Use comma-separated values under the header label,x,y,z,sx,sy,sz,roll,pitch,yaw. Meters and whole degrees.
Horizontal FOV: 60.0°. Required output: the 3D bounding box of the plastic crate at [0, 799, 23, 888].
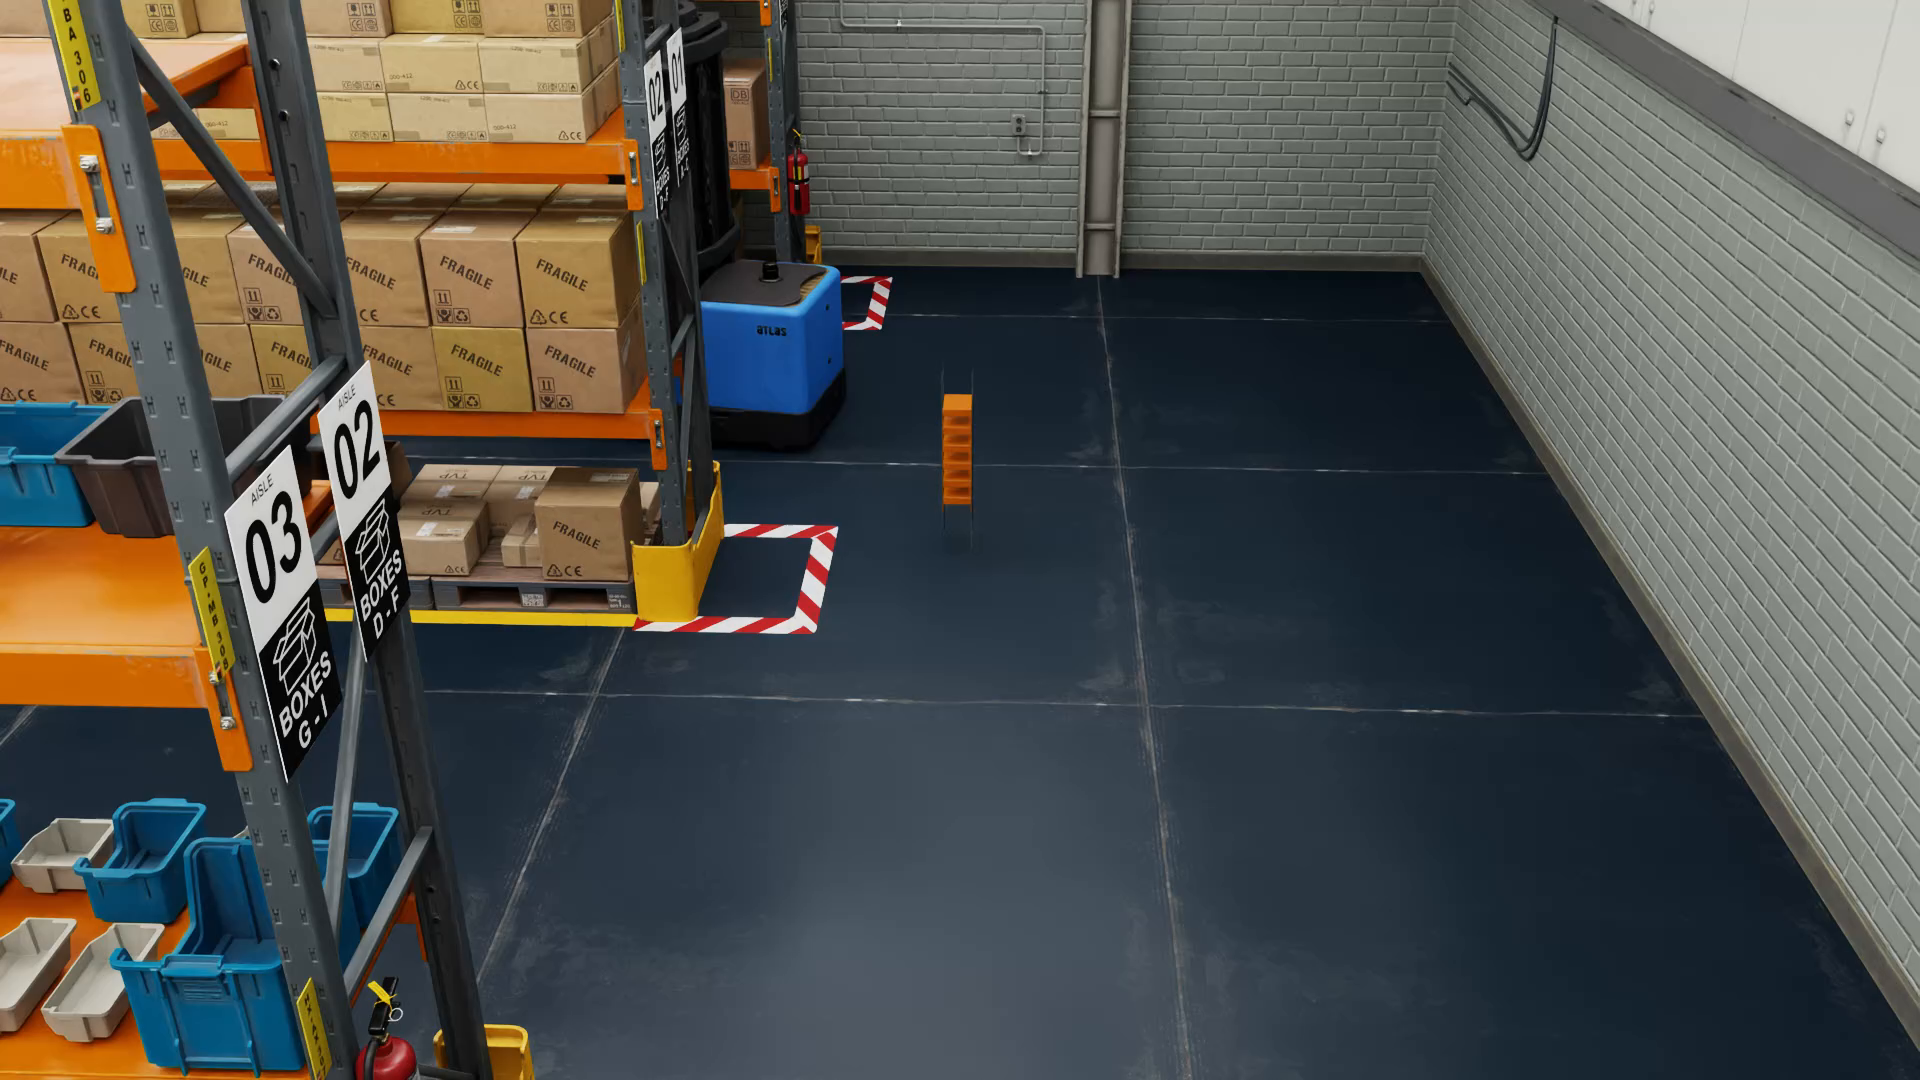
label,x,y,z,sx,sy,sz,roll,pitch,yaw
plastic crate,-3.363,1.071,5.567,0.300,0.233,0.416,1,28,2

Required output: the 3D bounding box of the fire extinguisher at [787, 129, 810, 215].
label,x,y,z,sx,sy,sz,roll,pitch,yaw
fire extinguisher,-1.328,-3.016,13.644,0.183,0.674,0.296,1,28,2

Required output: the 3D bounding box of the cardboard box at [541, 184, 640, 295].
label,x,y,z,sx,sy,sz,roll,pitch,yaw
cardboard box,-2.067,-1.732,9.565,0.500,0.500,0.500,2,28,3

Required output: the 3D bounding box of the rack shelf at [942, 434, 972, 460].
label,x,y,z,sx,sy,sz,roll,pitch,yaw
rack shelf,-0.014,-0.597,10.359,0.180,0.103,0.258,1,28,2

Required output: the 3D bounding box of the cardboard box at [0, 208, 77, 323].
label,x,y,z,sx,sy,sz,roll,pitch,yaw
cardboard box,-5.170,-1.528,9.180,0.500,0.500,0.500,2,28,3

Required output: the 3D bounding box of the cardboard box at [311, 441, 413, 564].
label,x,y,z,sx,sy,sz,roll,pitch,yaw
cardboard box,-3.753,-0.244,10.128,0.637,0.503,0.797,1,28,2

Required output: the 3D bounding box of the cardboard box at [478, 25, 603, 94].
label,x,y,z,sx,sy,sz,roll,pitch,yaw
cardboard box,-2.156,-2.484,8.583,0.500,0.250,0.500,1,28,2

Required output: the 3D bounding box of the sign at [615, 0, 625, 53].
label,x,y,z,sx,sy,sz,roll,pitch,yaw
sign,-1.673,-2.572,8.177,0.005,0.325,0.100,1,28,2

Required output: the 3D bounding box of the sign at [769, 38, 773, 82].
label,x,y,z,sx,sy,sz,roll,pitch,yaw
sign,-1.495,-3.796,13.145,0.005,0.325,0.100,1,28,2

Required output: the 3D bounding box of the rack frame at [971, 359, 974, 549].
label,x,y,z,sx,sy,sz,roll,pitch,yaw
rack frame,0.077,-0.529,10.392,0.006,1.200,0.240,1,28,2

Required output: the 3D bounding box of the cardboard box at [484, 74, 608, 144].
label,x,y,z,sx,sy,sz,roll,pitch,yaw
cardboard box,-2.156,-2.259,8.692,0.500,0.250,0.500,1,28,2

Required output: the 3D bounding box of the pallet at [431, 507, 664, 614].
label,x,y,z,sx,sy,sz,roll,pitch,yaw
pallet,-2.506,0.103,10.256,1.213,0.211,1.003,1,28,2

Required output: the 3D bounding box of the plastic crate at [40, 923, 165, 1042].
label,x,y,z,sx,sy,sz,roll,pitch,yaw
plastic crate,-2.633,1.365,5.116,0.243,0.136,0.396,1,28,2

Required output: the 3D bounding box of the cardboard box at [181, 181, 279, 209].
label,x,y,z,sx,sy,sz,roll,pitch,yaw
cardboard box,-4.101,-1.764,9.627,0.500,0.500,0.500,1,28,2

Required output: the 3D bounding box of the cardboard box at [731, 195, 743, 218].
label,x,y,z,sx,sy,sz,roll,pitch,yaw
cardboard box,-2.033,-2.858,14.392,0.250,0.149,0.380,1,28,2

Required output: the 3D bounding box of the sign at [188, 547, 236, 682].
label,x,y,z,sx,sy,sz,roll,pitch,yaw
sign,-1.815,0.182,4.038,0.005,0.325,0.100,1,28,2

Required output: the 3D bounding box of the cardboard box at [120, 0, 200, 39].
label,x,y,z,sx,sy,sz,roll,pitch,yaw
cardboard box,-4.149,-2.922,8.608,0.500,0.500,0.700,1,28,2

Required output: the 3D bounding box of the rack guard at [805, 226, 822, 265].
label,x,y,z,sx,sy,sz,roll,pitch,yaw
rack guard,-1.438,-2.329,14.535,0.348,0.500,1.175,1,28,2

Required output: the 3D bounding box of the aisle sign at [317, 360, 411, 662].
label,x,y,z,sx,sy,sz,roll,pitch,yaw
aisle sign,-1.729,-0.083,4.854,0.004,0.787,0.394,1,28,2

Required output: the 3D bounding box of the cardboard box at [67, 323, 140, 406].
label,x,y,z,sx,sy,sz,roll,pitch,yaw
cardboard box,-4.619,-1.082,9.408,0.500,0.500,0.500,1,28,3

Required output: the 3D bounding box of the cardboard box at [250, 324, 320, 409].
label,x,y,z,sx,sy,sz,roll,pitch,yaw
cardboard box,-3.611,-1.065,9.376,0.500,0.500,0.500,1,28,1

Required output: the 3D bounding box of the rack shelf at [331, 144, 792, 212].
label,x,y,z,sx,sy,sz,roll,pitch,yaw
rack shelf,-3.461,-3.149,14.181,4.000,0.370,1.077,1,28,2

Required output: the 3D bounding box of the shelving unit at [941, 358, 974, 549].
label,x,y,z,sx,sy,sz,roll,pitch,yaw
shelving unit,-0.014,-0.530,10.395,0.189,1.200,0.258,1,28,2

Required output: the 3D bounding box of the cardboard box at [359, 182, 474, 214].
label,x,y,z,sx,sy,sz,roll,pitch,yaw
cardboard box,-3.090,-1.747,9.595,0.500,0.500,0.500,1,28,3

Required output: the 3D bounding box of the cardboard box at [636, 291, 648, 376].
label,x,y,z,sx,sy,sz,roll,pitch,yaw
cardboard box,-2.067,-1.290,9.799,0.500,0.500,0.500,2,28,3

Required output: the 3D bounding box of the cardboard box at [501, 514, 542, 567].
label,x,y,z,sx,sy,sz,roll,pitch,yaw
cardboard box,-2.587,0.000,10.028,0.250,0.166,0.380,1,28,2

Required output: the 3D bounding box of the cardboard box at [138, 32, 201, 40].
label,x,y,z,sx,sy,sz,roll,pitch,yaw
cardboard box,-4.155,-2.516,8.642,0.500,0.250,0.500,1,28,2

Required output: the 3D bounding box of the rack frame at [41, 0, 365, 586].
label,x,y,z,sx,sy,sz,roll,pitch,yaw
rack frame,-1.812,-1.447,3.797,0.127,3.000,1.000,1,28,2

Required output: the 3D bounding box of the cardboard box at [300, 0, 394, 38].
label,x,y,z,sx,sy,sz,roll,pitch,yaw
cardboard box,-3.147,-2.933,8.629,0.500,0.500,0.700,1,28,2

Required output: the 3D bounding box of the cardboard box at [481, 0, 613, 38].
label,x,y,z,sx,sy,sz,roll,pitch,yaw
cardboard box,-2.147,-2.927,8.618,0.500,0.500,0.700,1,28,2

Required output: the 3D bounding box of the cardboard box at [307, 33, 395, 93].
label,x,y,z,sx,sy,sz,roll,pitch,yaw
cardboard box,-3.155,-2.502,8.617,0.500,0.250,0.500,1,28,2

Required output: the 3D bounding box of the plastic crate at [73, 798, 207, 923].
label,x,y,z,sx,sy,sz,roll,pitch,yaw
plastic crate,-2.705,1.082,5.547,0.300,0.233,0.416,1,28,2

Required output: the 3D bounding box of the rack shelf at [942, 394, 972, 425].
label,x,y,z,sx,sy,sz,roll,pitch,yaw
rack shelf,-0.014,-0.809,10.247,0.180,0.103,0.258,1,28,2

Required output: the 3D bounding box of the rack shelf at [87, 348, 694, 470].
label,x,y,z,sx,sy,sz,roll,pitch,yaw
rack shelf,-3.632,-0.830,9.807,4.000,0.370,1.077,1,28,2

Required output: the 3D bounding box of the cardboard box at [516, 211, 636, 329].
label,x,y,z,sx,sy,sz,roll,pitch,yaw
cardboard box,-2.088,-1.480,9.090,0.500,0.500,0.500,1,28,1

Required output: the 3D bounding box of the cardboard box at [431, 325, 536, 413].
label,x,y,z,sx,sy,sz,roll,pitch,yaw
cardboard box,-2.609,-1.046,9.339,0.500,0.500,0.500,1,28,2

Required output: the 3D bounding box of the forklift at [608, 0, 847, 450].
label,x,y,z,sx,sy,sz,roll,pitch,yaw
forklift,-2.432,-2.284,11.855,3.031,2.935,1.130,6,29,11

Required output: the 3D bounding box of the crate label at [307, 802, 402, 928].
label,x,y,z,sx,sy,sz,roll,pitch,yaw
crate label,-2.047,1.093,5.526,0.303,0.233,0.416,1,28,2

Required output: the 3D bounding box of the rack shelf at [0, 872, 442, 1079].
label,x,y,z,sx,sy,sz,roll,pitch,yaw
rack shelf,-3.811,1.488,5.433,4.000,0.370,1.077,1,28,2

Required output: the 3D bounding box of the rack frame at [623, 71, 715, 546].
label,x,y,z,sx,sy,sz,roll,pitch,yaw
rack frame,-1.633,-1.115,9.576,0.127,3.000,1.000,1,28,2

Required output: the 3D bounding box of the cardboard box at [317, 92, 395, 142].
label,x,y,z,sx,sy,sz,roll,pitch,yaw
cardboard box,-3.155,-2.275,8.721,0.500,0.250,0.500,1,28,2

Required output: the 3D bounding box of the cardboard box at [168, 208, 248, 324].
label,x,y,z,sx,sy,sz,roll,pitch,yaw
cardboard box,-4.140,-1.511,9.148,0.500,0.500,0.500,0,28,0

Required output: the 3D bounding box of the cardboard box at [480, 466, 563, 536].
label,x,y,z,sx,sy,sz,roll,pitch,yaw
cardboard box,-2.666,-0.245,10.400,0.500,0.250,0.500,1,28,2

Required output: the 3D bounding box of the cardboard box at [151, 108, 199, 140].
label,x,y,z,sx,sy,sz,roll,pitch,yaw
cardboard box,-4.154,-2.297,8.764,0.500,0.250,0.500,1,28,2

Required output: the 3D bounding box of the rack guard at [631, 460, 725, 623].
label,x,y,z,sx,sy,sz,roll,pitch,yaw
rack guard,-1.709,-0.012,10.164,0.348,0.500,1.175,1,28,2

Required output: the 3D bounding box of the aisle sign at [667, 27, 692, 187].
label,x,y,z,sx,sy,sz,roll,pitch,yaw
aisle sign,-1.555,-2.400,9.224,0.004,0.787,0.394,1,28,2

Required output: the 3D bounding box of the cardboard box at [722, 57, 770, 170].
label,x,y,z,sx,sy,sz,roll,pitch,yaw
cardboard box,-1.972,-3.570,13.887,0.700,0.700,0.980,2,28,4

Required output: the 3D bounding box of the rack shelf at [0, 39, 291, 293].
label,x,y,z,sx,sy,sz,roll,pitch,yaw
rack shelf,-3.811,-0.986,4.122,4.000,0.370,1.077,1,28,2

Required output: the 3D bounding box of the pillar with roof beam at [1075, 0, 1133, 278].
label,x,y,z,sx,sy,sz,roll,pitch,yaw
pillar with roof beam,1.115,-4.430,9.424,0.400,9.000,9.100,1,28,2

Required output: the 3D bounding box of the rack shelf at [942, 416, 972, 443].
label,x,y,z,sx,sy,sz,roll,pitch,yaw
rack shelf,-0.014,-0.703,10.303,0.180,0.103,0.258,1,28,2

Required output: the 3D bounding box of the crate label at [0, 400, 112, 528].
label,x,y,z,sx,sy,sz,roll,pitch,yaw
crate label,-2.722,-0.223,4.849,0.502,0.251,0.408,1,28,2

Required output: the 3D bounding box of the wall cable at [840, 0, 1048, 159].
label,x,y,z,sx,sy,sz,roll,pitch,yaw
wall cable,-0.149,-4.304,14.508,1.851,1.984,0.084,1,28,2

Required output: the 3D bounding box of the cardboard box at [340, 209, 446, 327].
label,x,y,z,sx,sy,sz,roll,pitch,yaw
cardboard box,-3.111,-1.494,9.117,0.500,0.500,0.500,2,28,3
